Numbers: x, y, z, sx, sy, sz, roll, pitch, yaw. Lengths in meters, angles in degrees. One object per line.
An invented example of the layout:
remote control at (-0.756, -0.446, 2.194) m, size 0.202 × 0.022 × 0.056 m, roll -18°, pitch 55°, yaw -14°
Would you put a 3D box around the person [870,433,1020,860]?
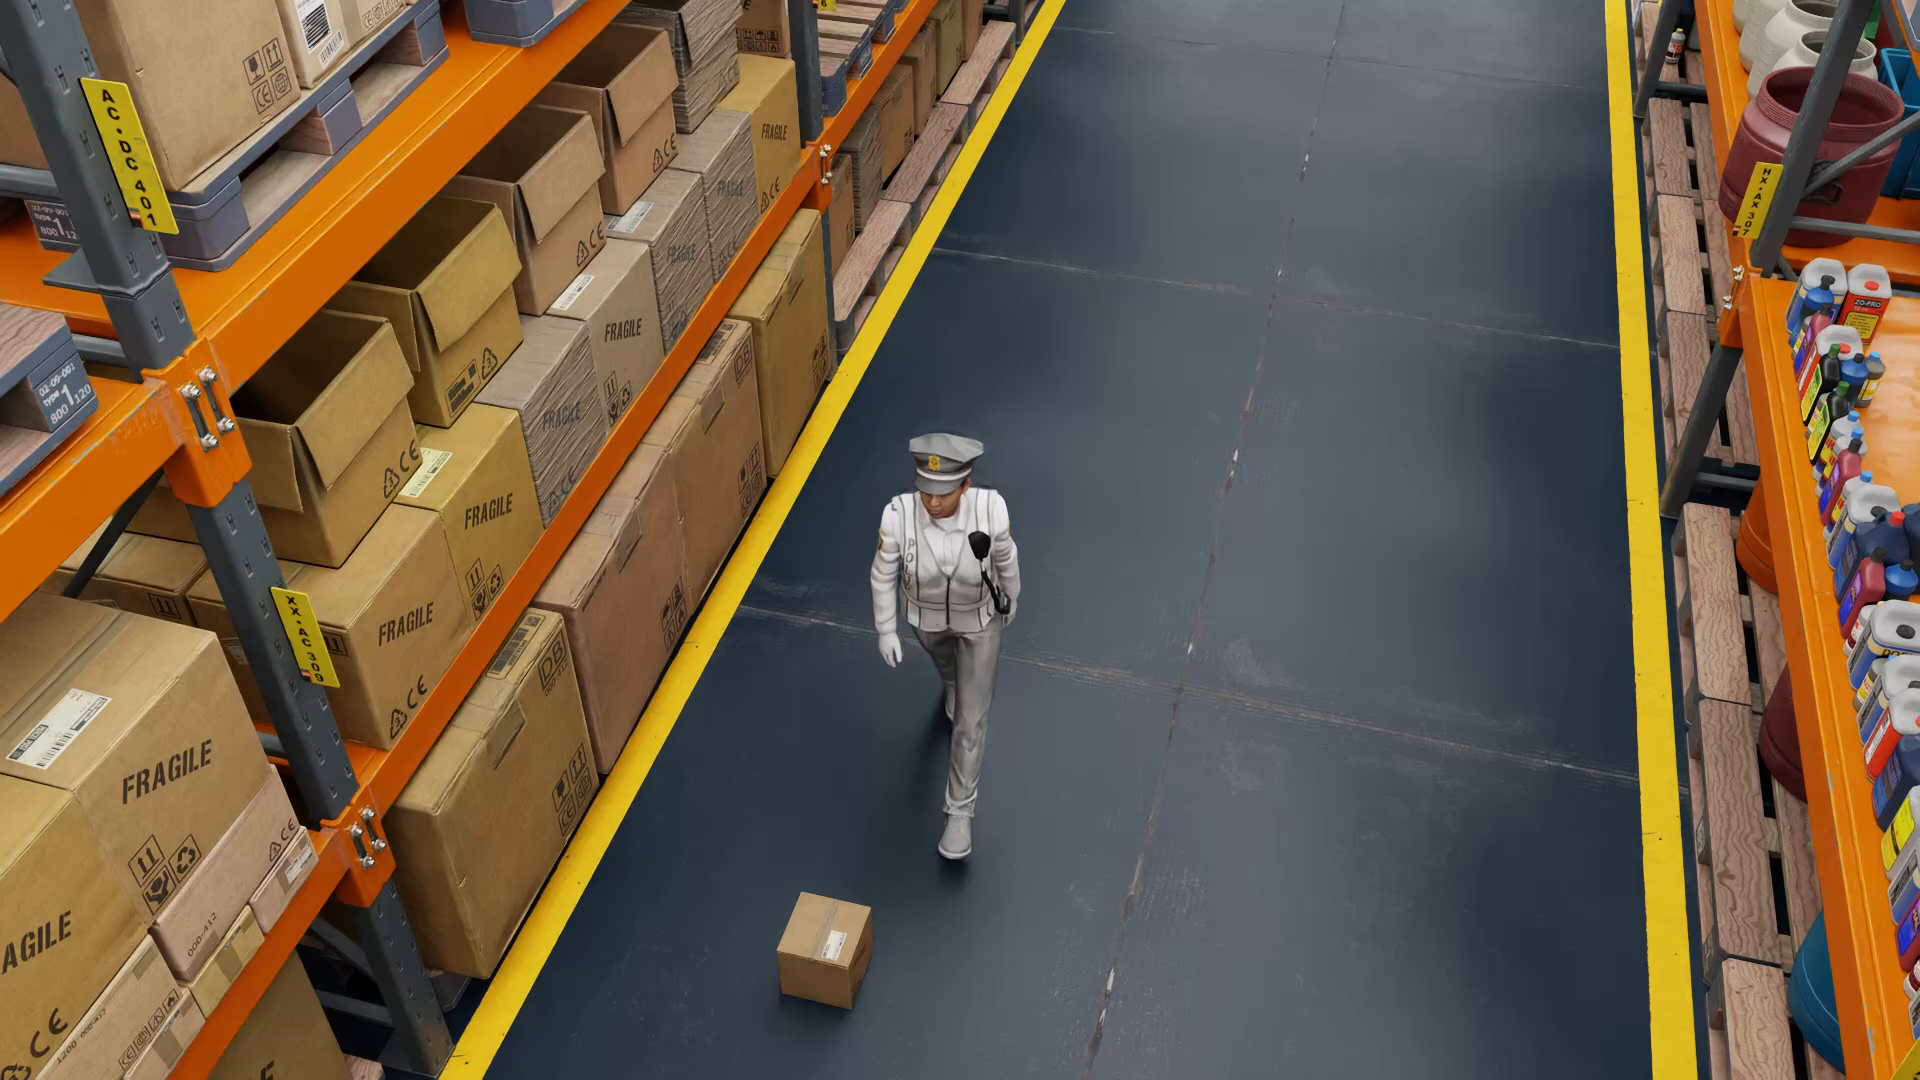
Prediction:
person at (-0.059, 0.275, 5.829) m, size 0.508 × 1.619 × 0.997 m, roll 5°, pitch 42°, yaw 6°
